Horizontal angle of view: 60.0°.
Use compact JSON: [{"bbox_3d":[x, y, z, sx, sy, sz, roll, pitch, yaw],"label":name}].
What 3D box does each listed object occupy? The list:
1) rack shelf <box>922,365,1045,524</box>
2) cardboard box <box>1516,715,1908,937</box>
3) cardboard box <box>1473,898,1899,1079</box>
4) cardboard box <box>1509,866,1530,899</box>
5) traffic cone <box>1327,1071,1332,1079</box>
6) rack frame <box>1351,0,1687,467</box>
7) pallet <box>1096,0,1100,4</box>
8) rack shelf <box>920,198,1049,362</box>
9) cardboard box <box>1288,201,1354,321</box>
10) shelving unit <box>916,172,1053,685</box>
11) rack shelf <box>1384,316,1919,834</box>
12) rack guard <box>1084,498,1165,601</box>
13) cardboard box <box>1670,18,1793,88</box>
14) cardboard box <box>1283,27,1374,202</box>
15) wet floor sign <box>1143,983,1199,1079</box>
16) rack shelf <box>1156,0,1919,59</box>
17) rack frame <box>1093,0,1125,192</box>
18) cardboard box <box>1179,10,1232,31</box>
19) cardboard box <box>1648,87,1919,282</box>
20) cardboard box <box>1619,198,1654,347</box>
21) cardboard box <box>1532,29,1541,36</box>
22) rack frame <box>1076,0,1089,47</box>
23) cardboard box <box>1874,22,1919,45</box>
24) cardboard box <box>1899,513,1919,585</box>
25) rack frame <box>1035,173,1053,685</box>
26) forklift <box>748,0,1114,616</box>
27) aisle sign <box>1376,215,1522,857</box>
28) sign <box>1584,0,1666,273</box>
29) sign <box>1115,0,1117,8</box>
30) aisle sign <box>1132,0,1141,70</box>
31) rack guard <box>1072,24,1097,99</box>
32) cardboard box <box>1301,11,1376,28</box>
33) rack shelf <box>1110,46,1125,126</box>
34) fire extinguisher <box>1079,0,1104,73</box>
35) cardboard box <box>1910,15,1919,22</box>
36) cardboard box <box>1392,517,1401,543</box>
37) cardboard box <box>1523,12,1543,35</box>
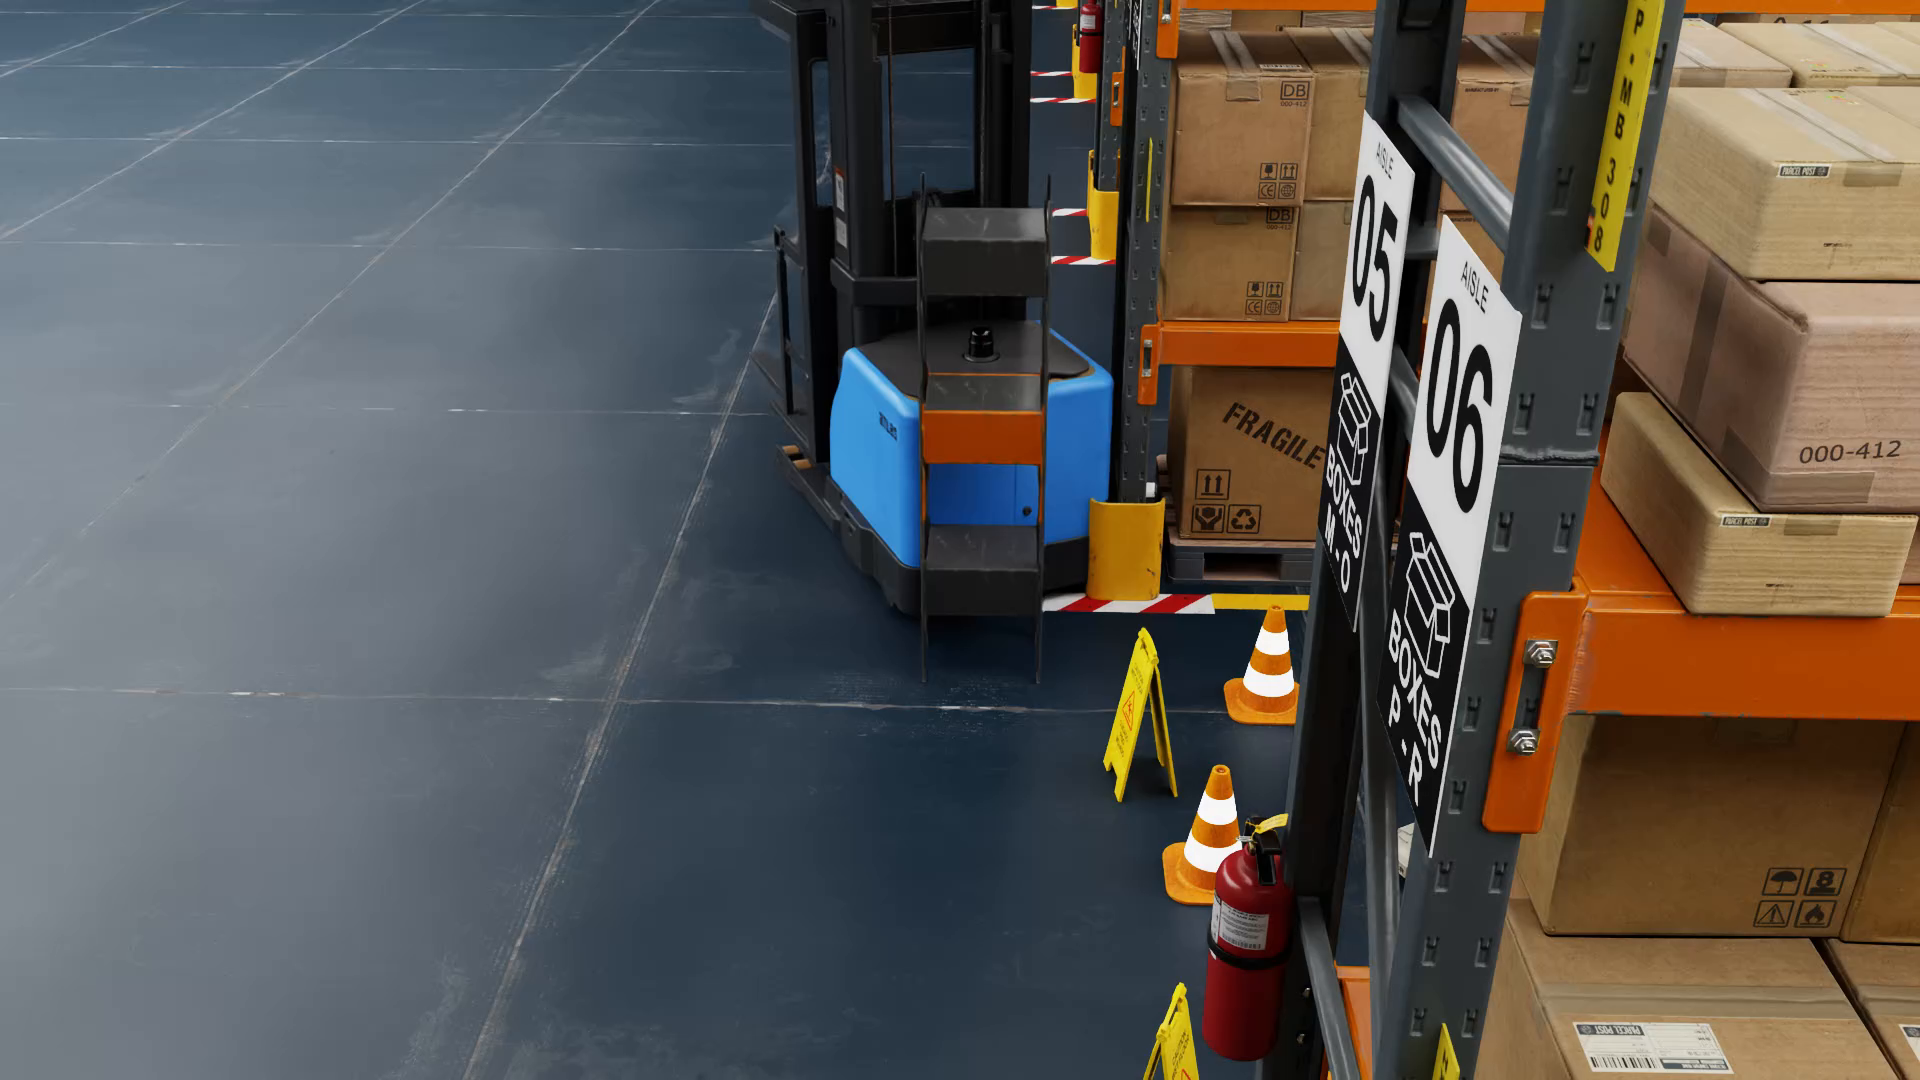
[{"bbox_3d":[0.095,-0.394,6.781,0.480,0.518,0.431,1,28,1],"label":"rack shelf"},{"bbox_3d":[1.245,0.290,3.008,0.500,0.500,0.700,0,28,1],"label":"cardboard box"},{"bbox_3d":[1.191,0.963,2.806,0.500,0.500,0.500,1,28,1],"label":"cardboard box"},{"bbox_3d":[1.279,0.706,3.292,0.500,0.500,0.500,0,28,1],"label":"cardboard box"},{"bbox_3d":[1.202,1.525,4.878,0.334,0.463,0.336,1,28,2],"label":"traffic cone"},{"bbox_3d":[0.727,-1.649,1.753,0.127,3.000,1.000,1,28,2],"label":"rack frame"},{"bbox_3d":[2.196,-7.049,21.322,1.213,0.211,1.003,1,28,2],"label":"pallet"},{"bbox_3d":[0.095,-1.013,6.453,0.480,0.518,0.431,1,28,1],"label":"rack shelf"},{"bbox_3d":[1.724,-1.400,7.528,0.550,0.550,0.875,1,28,2],"label":"cardboard box"},{"bbox_3d":[0.095,-0.406,6.774,0.503,2.100,0.431,1,28,1],"label":"shelving unit"},{"bbox_3d":[2.726,0.027,2.562,4.000,0.370,1.077,1,28,2],"label":"rack shelf"},{"bbox_3d":[0.777,-0.213,8.119,0.348,0.500,1.175,1,28,2],"label":"rack guard"},{"bbox_3d":[1.075,-0.698,2.578,0.250,0.149,0.380,1,28,2],"label":"cardboard box"},{"bbox_3d":[1.723,-1.871,7.263,0.550,0.550,0.875,1,28,2],"label":"cardboard box"},{"bbox_3d":[0.575,1.538,4.661,0.232,0.644,0.267,11,30,19],"label":"wet floor sign"},{"bbox_3d":[2.799,-2.292,6.936,4.000,0.370,1.077,1,28,2],"label":"rack shelf"},{"bbox_3d":[1.077,-3.637,11.909,0.127,3.000,1.000,1,28,2],"label":"rack frame"},{"bbox_3d":[1.625,-3.791,11.774,0.500,0.500,0.875,1,28,2],"label":"cardboard box"},{"bbox_3d":[1.075,-0.464,2.137,0.250,0.149,0.380,1,28,1],"label":"cardboard box"},{"bbox_3d":[1.248,-0.507,2.643,0.500,0.250,0.500,1,28,1],"label":"cardboard box"},{"bbox_3d":[2.812,-1.850,7.224,0.500,0.550,0.875,1,28,2],"label":"cardboard box"},{"bbox_3d":[1.252,-5.956,16.282,0.127,3.000,1.000,1,28,2],"label":"rack frame"},{"bbox_3d":[1.587,-0.680,2.544,0.250,0.149,0.380,1,28,1],"label":"cardboard box"},{"bbox_3d":[1.313,-0.093,2.288,0.250,0.149,0.380,0,28,0],"label":"cardboard box"},{"bbox_3d":[0.339,-0.403,6.768,0.015,2.100,0.400,1,28,1],"label":"rack frame"},{"bbox_3d":[-0.340,-1.623,8.182,1.130,2.935,3.031,-11,30,-20],"label":"forklift"},{"bbox_3d":[0.654,-0.003,2.278,0.004,0.787,0.394,1,28,2],"label":"aisle sign"},{"bbox_3d":[0.708,-0.456,1.772,0.005,0.325,0.100,1,28,2],"label":"sign"},{"bbox_3d":[1.058,-3.766,11.227,0.005,0.325,0.100,1,28,2],"label":"sign"},{"bbox_3d":[0.719,-2.327,6.661,0.004,0.787,0.394,1,28,2],"label":"aisle sign"},{"bbox_3d":[1.329,-4.872,16.907,0.348,0.500,1.175,1,28,2],"label":"rack guard"},{"bbox_3d":[2.628,-3.810,11.811,0.500,0.500,0.875,1,28,2],"label":"cardboard box"},{"bbox_3d":[3.076,-3.286,12.015,4.000,0.370,1.077,1,28,2],"label":"rack shelf"},{"bbox_3d":[0.979,-3.821,12.337,0.183,0.674,0.296,1,28,2],"label":"fire extinguisher"},{"bbox_3d":[6.810,-3.817,11.689,0.637,0.503,0.797,4,28,7],"label":"cardboard box"},{"bbox_3d":[2.360,-0.570,7.943,0.875,0.875,0.875,1,28,1],"label":"cardboard box"},{"bbox_3d":[4.128,-3.808,11.806,0.500,0.500,0.875,1,28,2],"label":"cardboard box"}]
